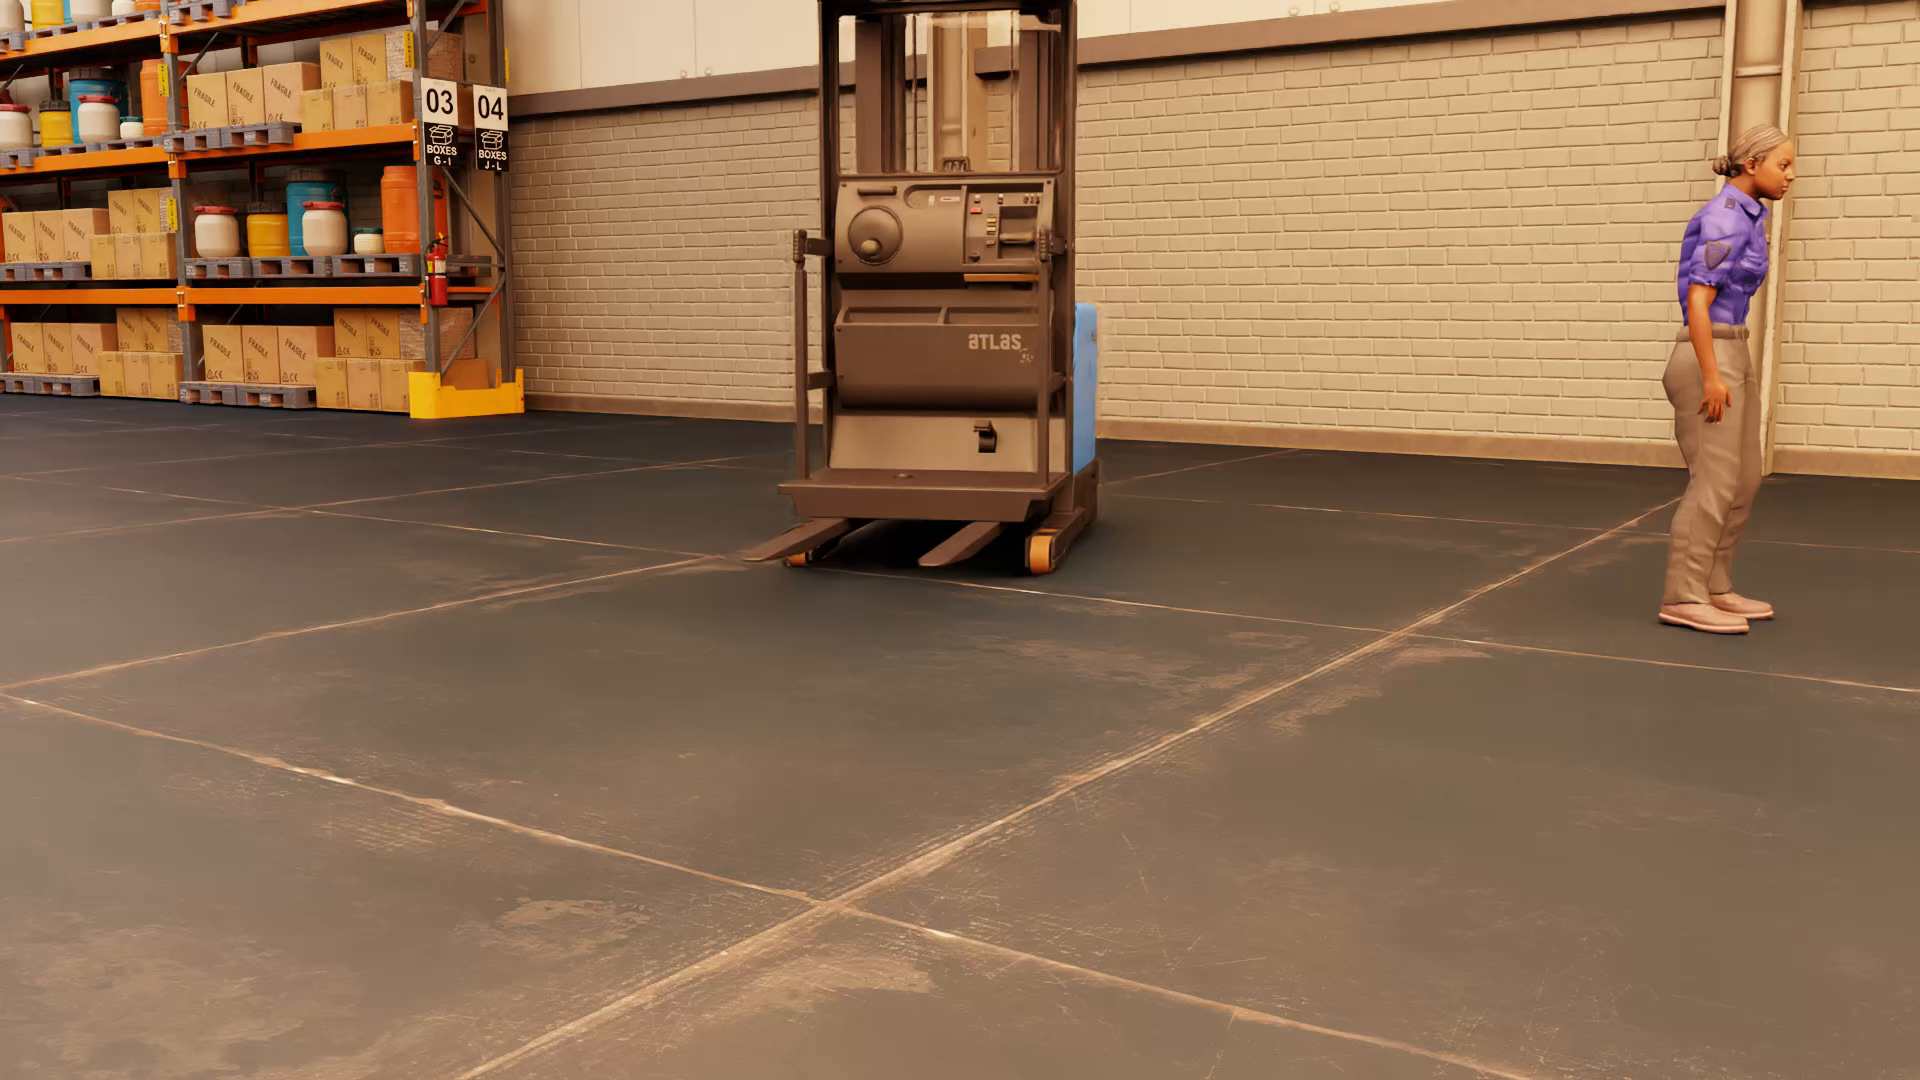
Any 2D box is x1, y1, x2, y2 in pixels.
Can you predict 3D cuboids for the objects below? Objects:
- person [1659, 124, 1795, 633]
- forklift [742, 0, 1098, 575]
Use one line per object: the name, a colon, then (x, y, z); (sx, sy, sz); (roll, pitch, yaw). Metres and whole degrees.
person: (2.558, -0.544, 5.568); (0.350, 1.655, 0.505); (6, 10, 36)
forklift: (-0.106, -1.366, 6.796); (1.130, 2.935, 3.031); (2, 8, 11)
